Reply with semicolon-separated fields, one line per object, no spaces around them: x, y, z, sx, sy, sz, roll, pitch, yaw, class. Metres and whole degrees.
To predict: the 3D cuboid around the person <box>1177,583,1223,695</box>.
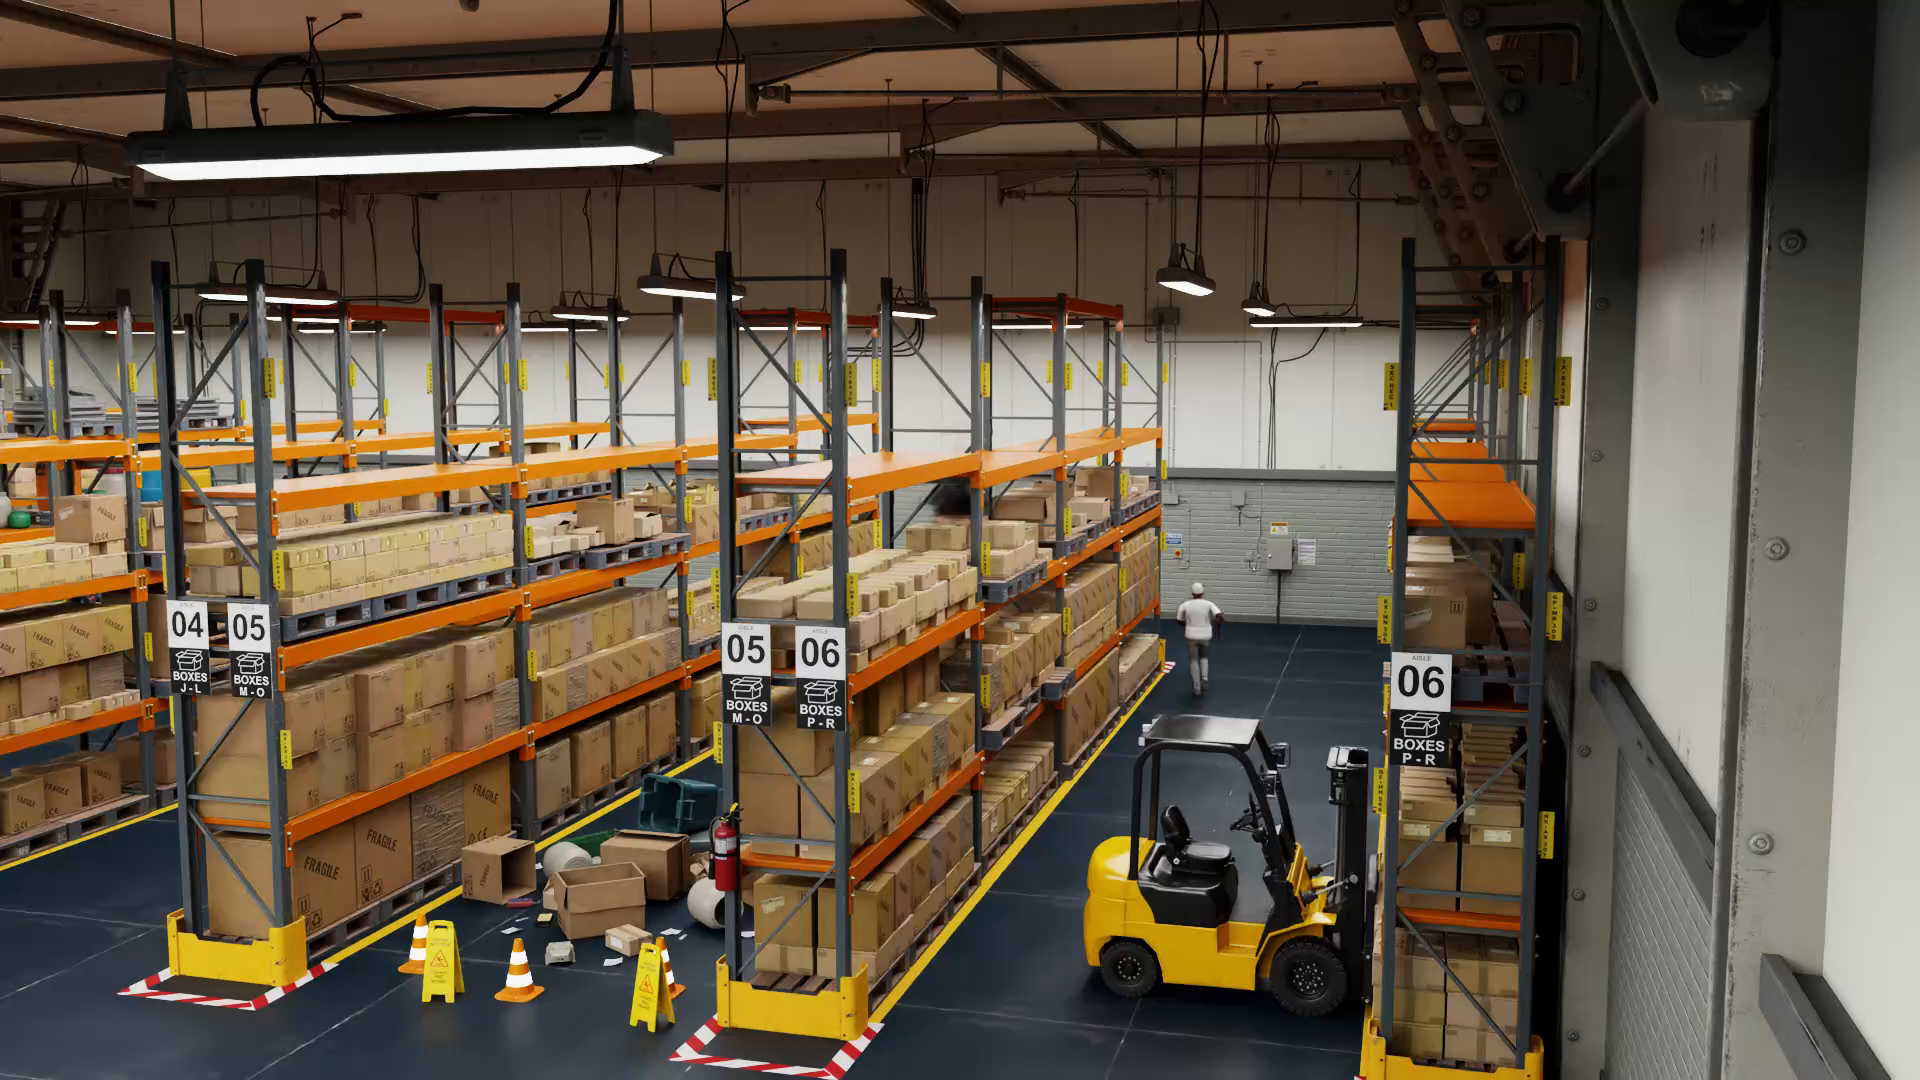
3.745;1.526;26.115;0.692;1.741;0.660;0;6;2;person
